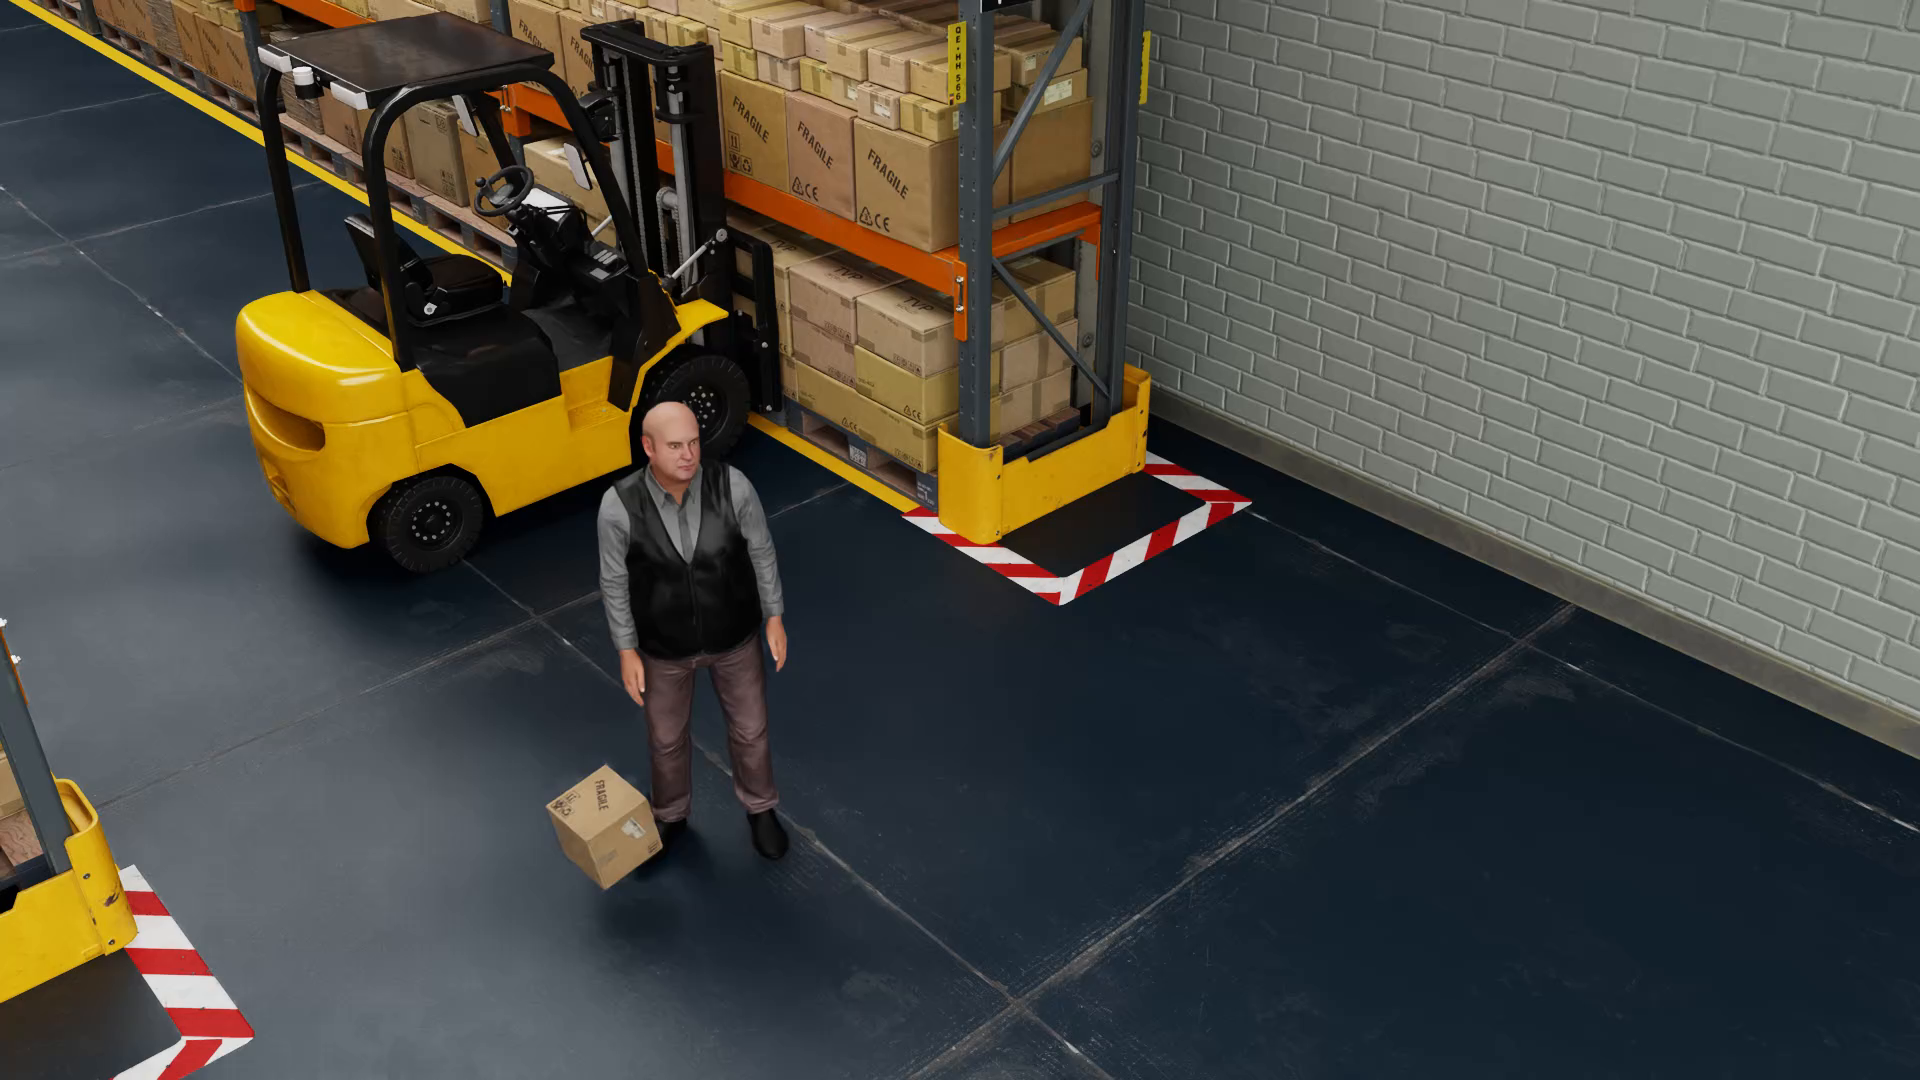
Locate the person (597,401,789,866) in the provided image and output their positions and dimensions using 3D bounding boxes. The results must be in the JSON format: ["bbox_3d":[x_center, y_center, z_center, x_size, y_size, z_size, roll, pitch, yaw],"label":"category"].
[{"bbox_3d":[-0.885,0.338,5.560,0.606,1.728,0.382,-7,32,-12],"label":"person"}]
